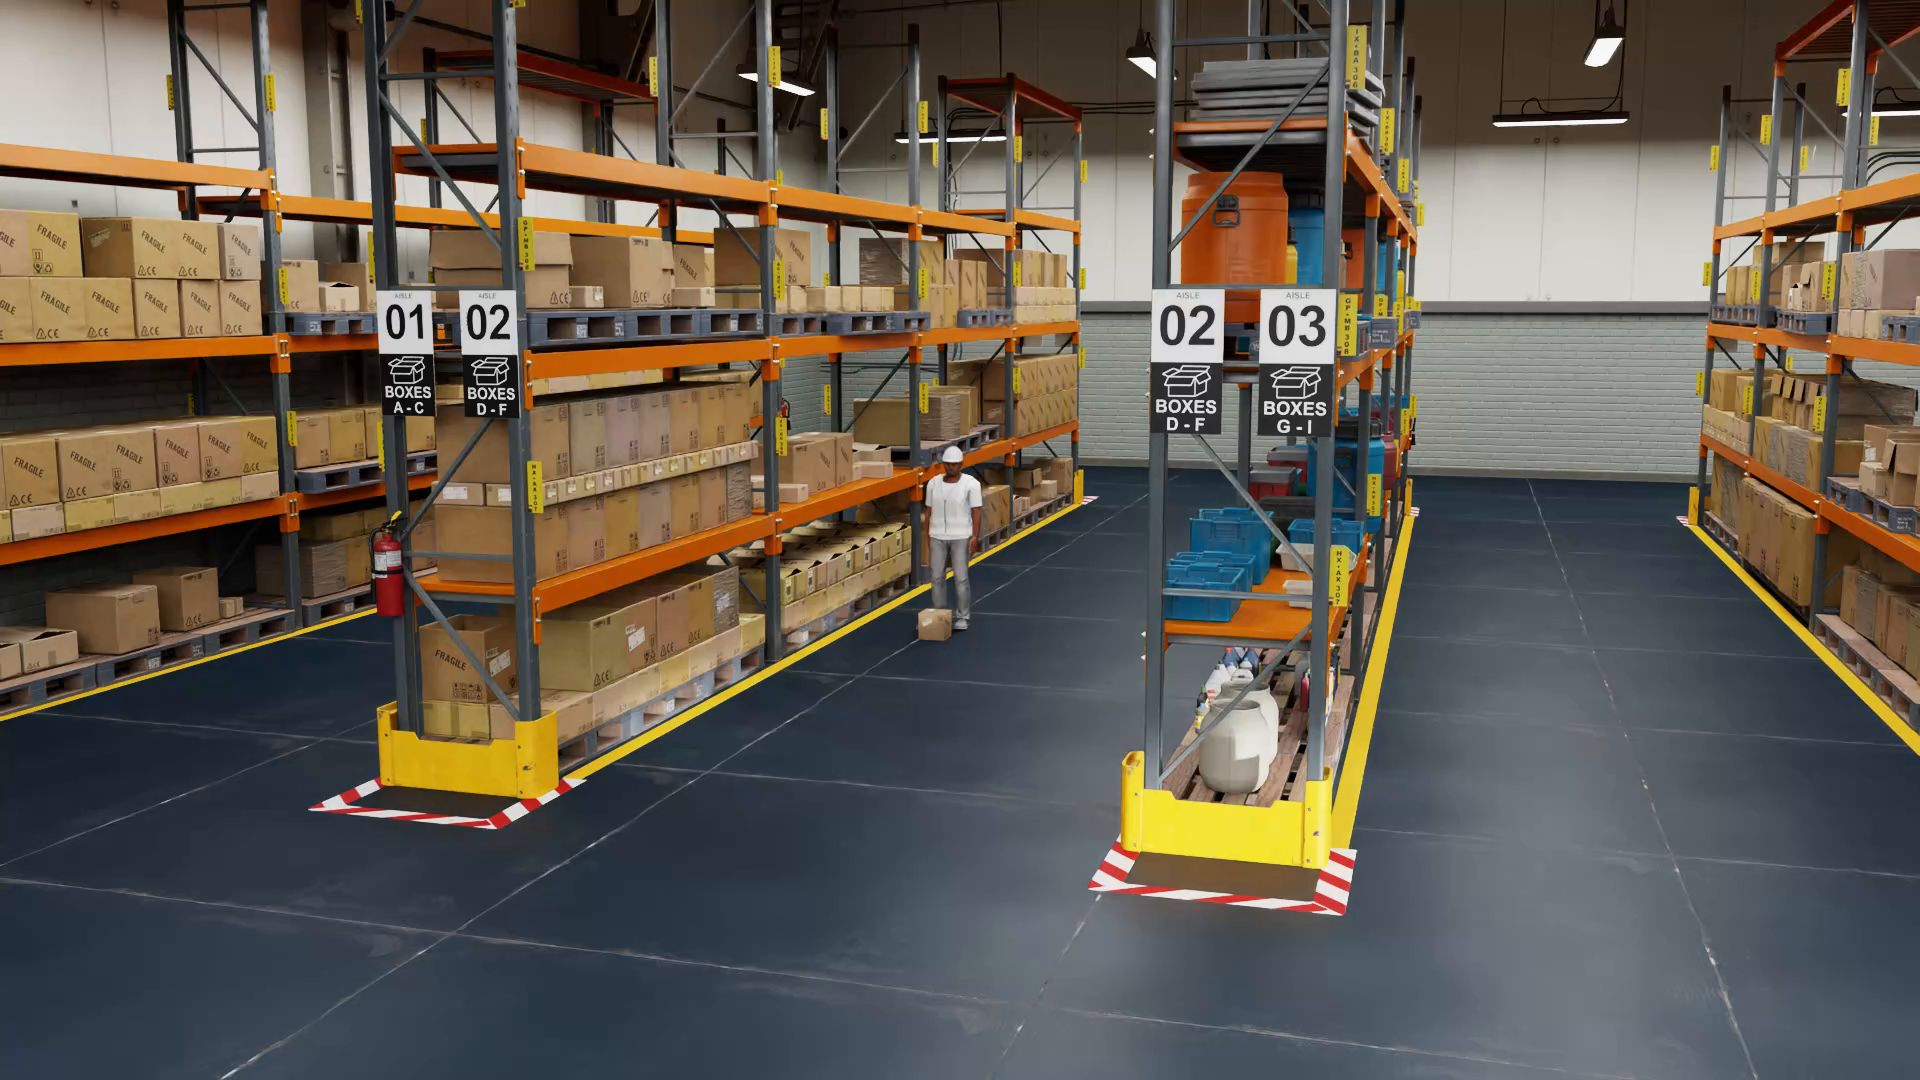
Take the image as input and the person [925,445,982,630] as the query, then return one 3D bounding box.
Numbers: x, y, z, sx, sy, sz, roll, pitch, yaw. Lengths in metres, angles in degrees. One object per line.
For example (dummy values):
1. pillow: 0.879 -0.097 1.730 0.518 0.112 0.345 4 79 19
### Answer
1. person: -0.075 -0.025 15.926 0.566 1.763 0.364 3 9 17
